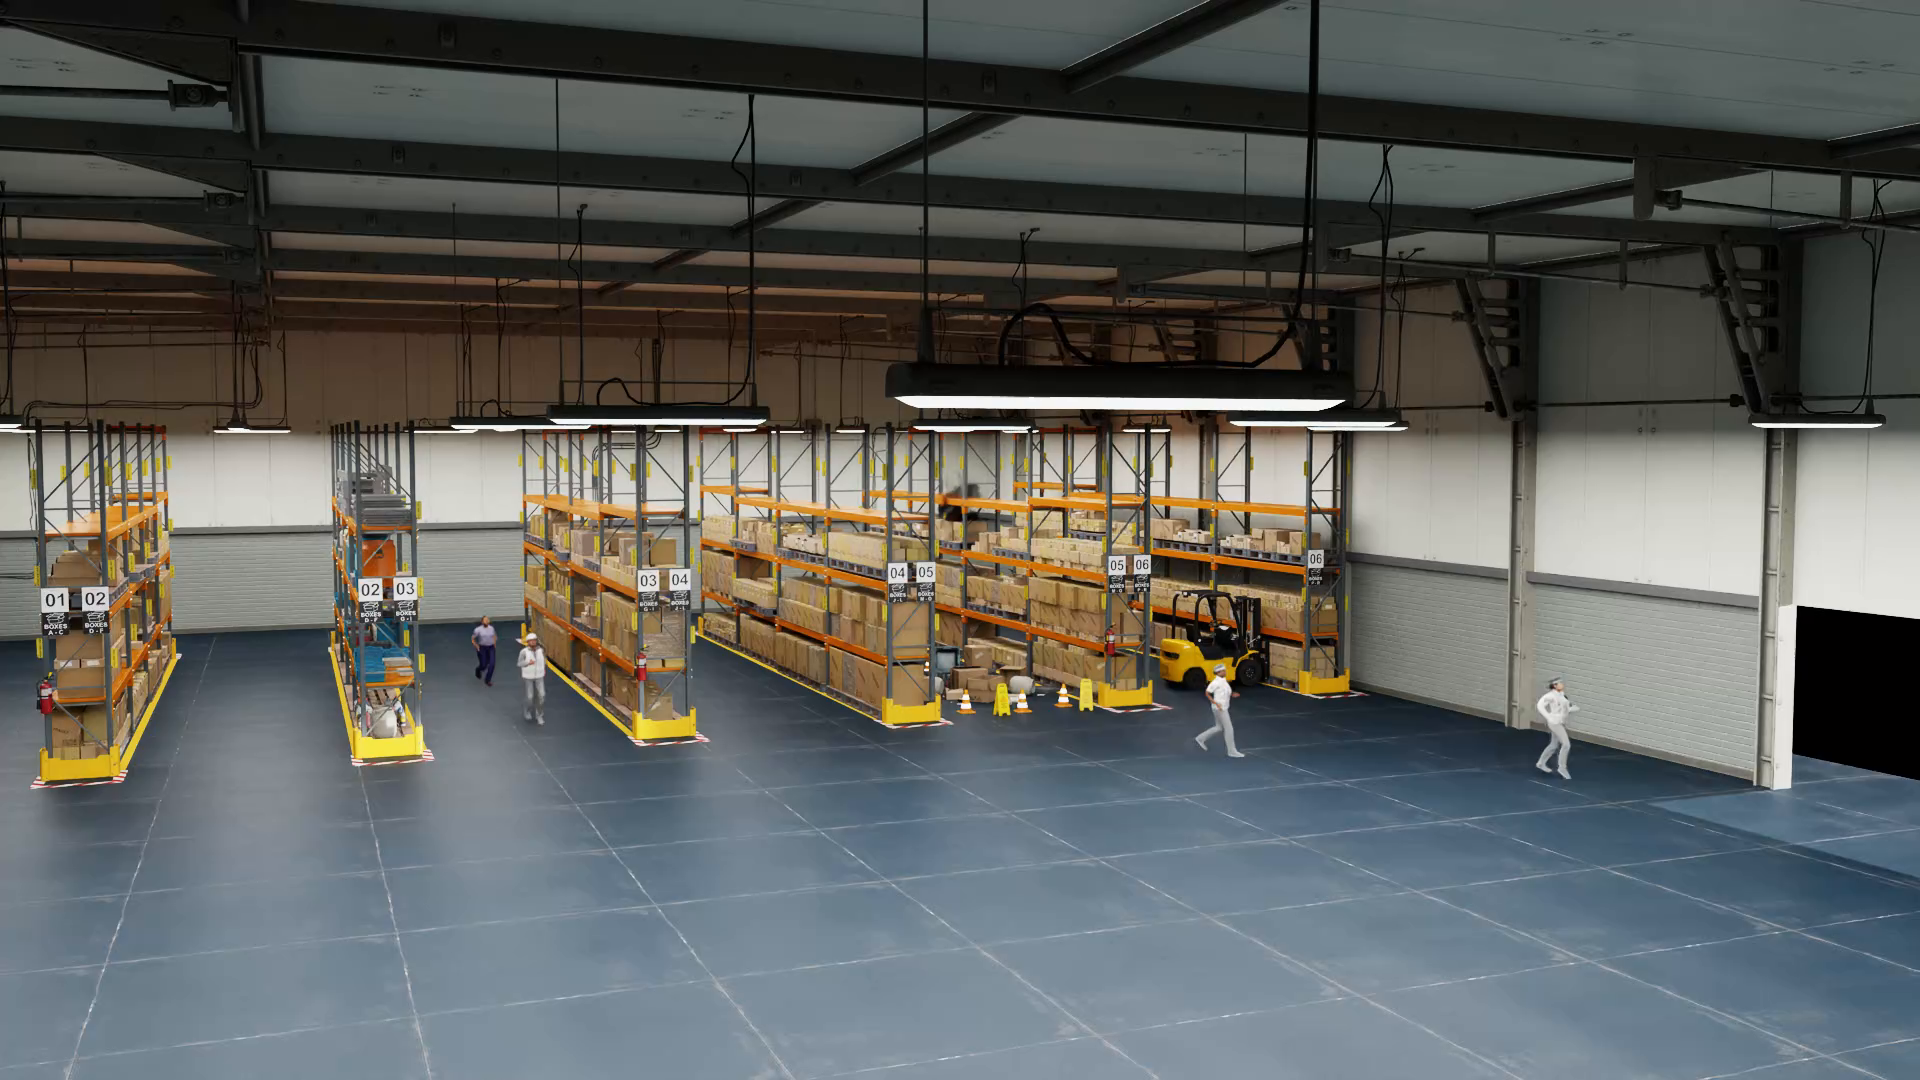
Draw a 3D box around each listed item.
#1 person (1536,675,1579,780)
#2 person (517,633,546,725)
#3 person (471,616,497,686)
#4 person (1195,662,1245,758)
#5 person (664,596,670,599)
[{"bbox_3d":[10.021,3.132,27.898,0.695,1.753,0.593,3,4,38],"label":"person"},{"bbox_3d":[-8.503,2.767,33.137,0.640,1.831,0.729,-2,4,-29],"label":"person"},{"bbox_3d":[-10.928,2.540,38.287,0.609,1.606,0.584,-3,4,-36],"label":"person"},{"bbox_3d":[4.633,3.011,29.658,0.924,1.675,0.583,1,4,21],"label":"person"},{"bbox_3d":[-8.513,1.988,47.242,0.620,1.644,0.787,0,4,1],"label":"person"}]
